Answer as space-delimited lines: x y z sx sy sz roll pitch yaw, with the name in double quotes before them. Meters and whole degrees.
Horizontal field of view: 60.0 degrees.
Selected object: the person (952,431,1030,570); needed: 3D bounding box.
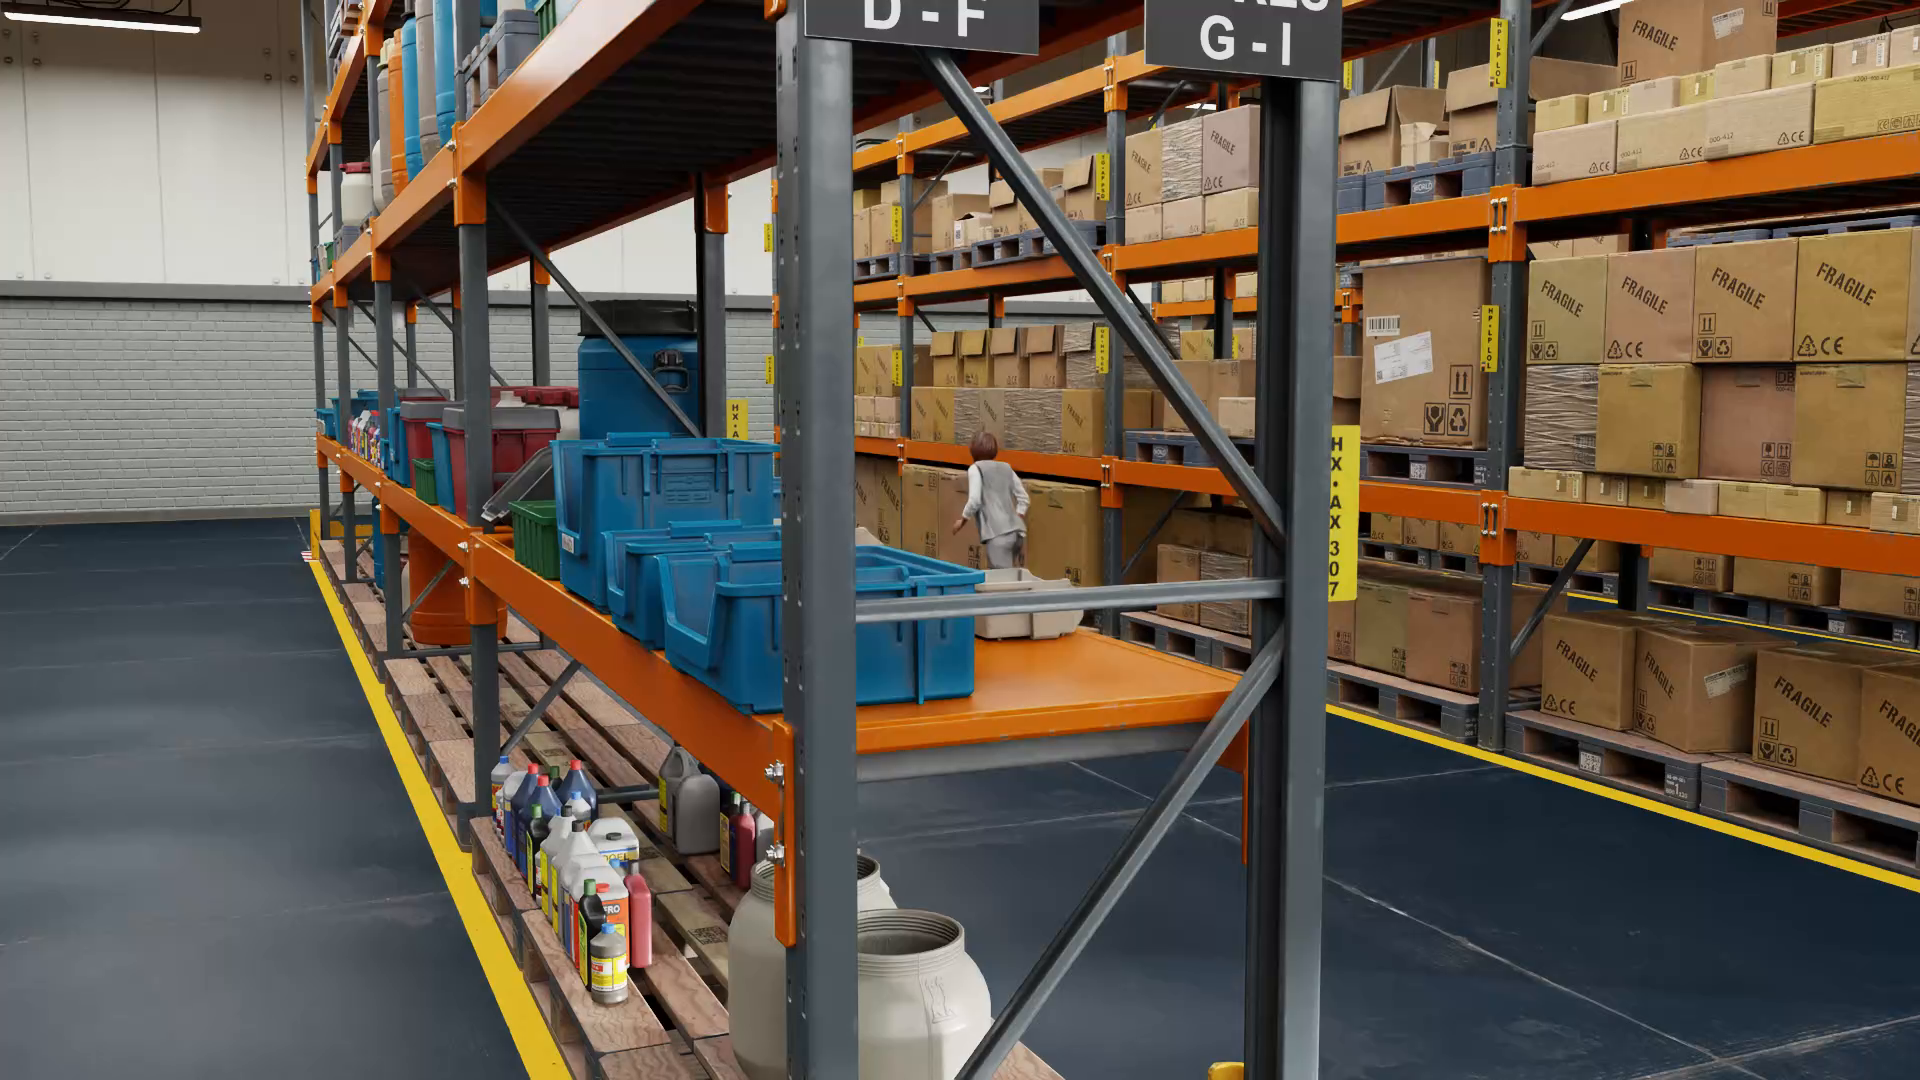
"person" 0.297 0.023 11.387 0.794 1.517 0.569 4 7 36
